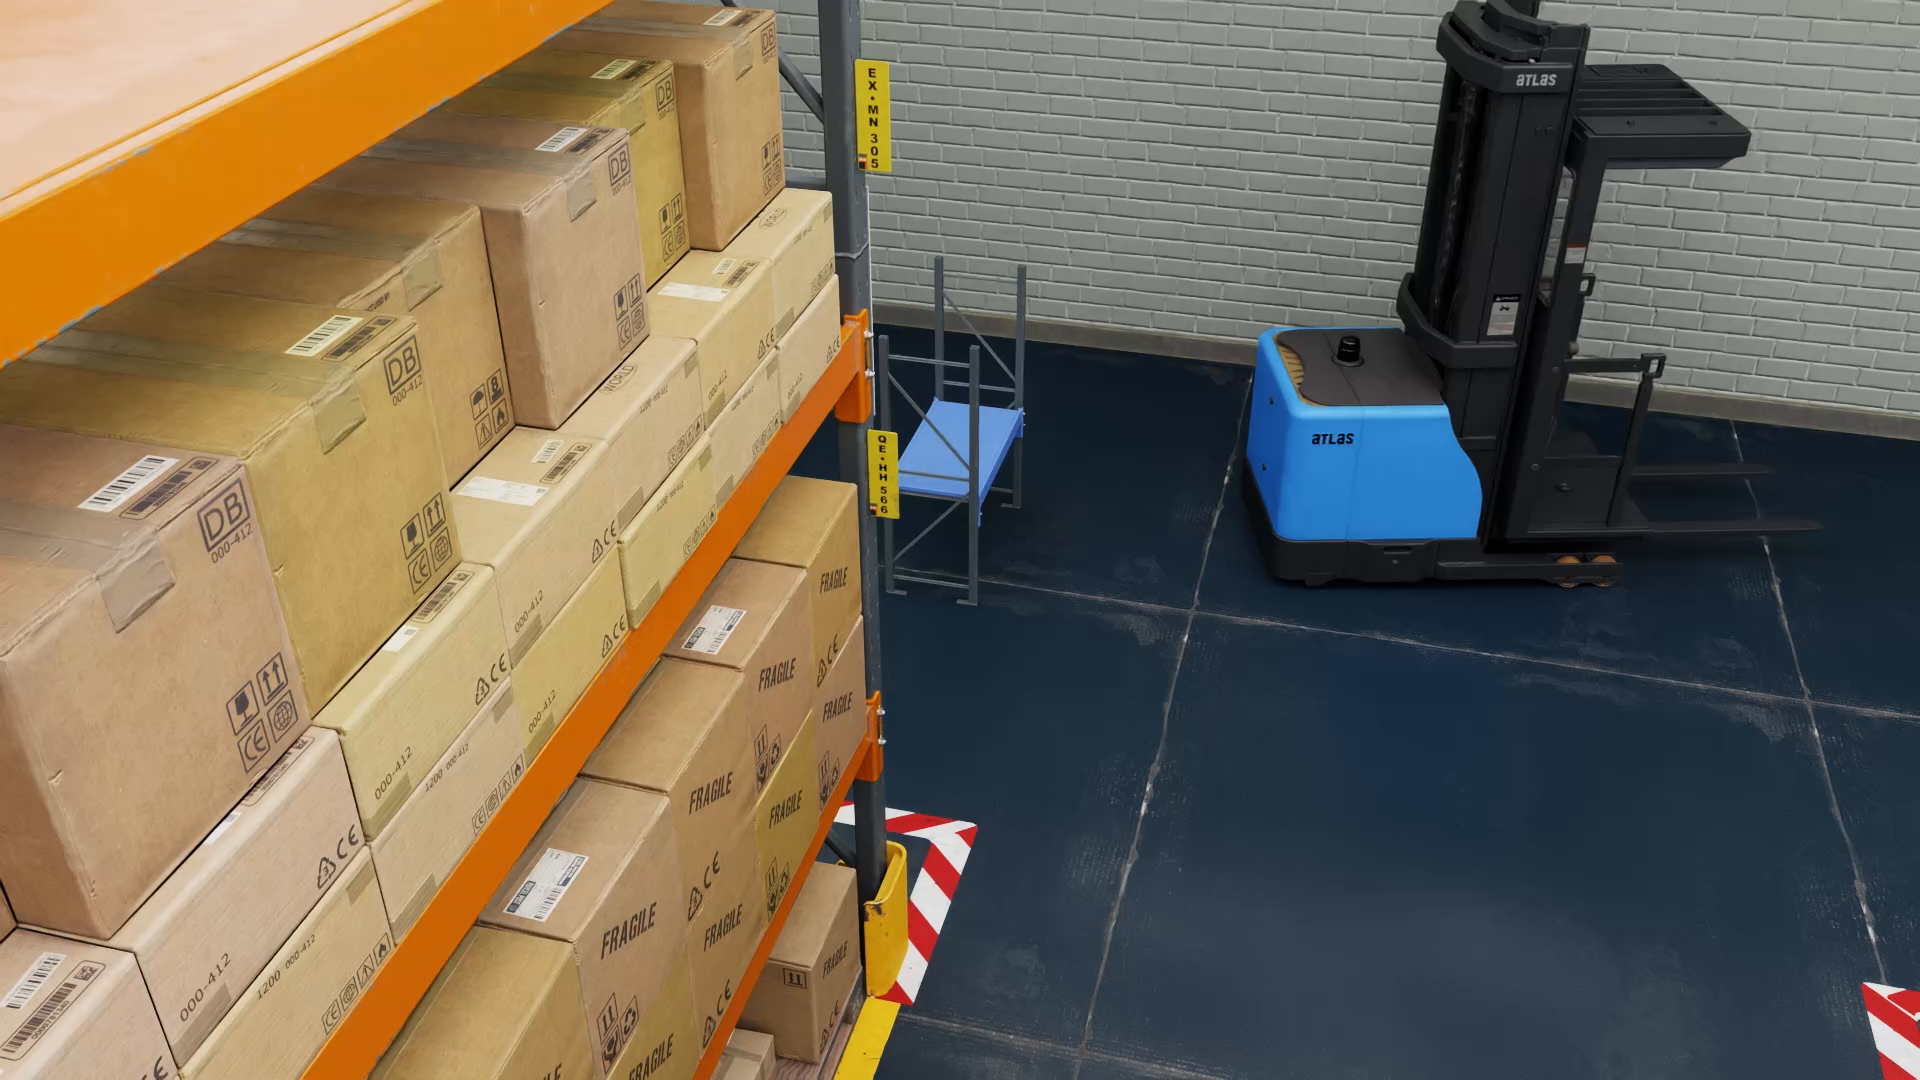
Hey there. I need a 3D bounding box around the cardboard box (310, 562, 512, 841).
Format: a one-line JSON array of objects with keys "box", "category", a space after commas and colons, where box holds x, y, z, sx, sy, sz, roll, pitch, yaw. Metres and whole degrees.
[{"box": [-1.172, 0.247, 3.013, 0.500, 0.250, 0.500, 8, 33, 12], "category": "cardboard box"}]

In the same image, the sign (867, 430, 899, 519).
[{"box": [-0.252, -0.215, 5.488, 0.100, 0.325, 0.005, 8, 33, 12], "category": "sign"}]

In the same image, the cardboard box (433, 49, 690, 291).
[{"box": [-1.107, -0.892, 4.106, 0.700, 0.500, 0.500, 8, 33, 12], "category": "cardboard box"}]

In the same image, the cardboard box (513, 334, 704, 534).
[{"box": [-0.925, -0.273, 3.830, 0.500, 0.250, 0.500, 8, 33, 12], "category": "cardboard box"}]

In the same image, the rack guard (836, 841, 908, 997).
[{"box": [-0.803, 1.416, 6.627, 1.175, 0.500, 0.348, 8, 33, 12], "category": "rack guard"}]

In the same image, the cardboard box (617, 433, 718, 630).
[{"box": [-0.911, -0.060, 3.962, 0.500, 0.250, 0.500, 8, 33, 12], "category": "cardboard box"}]

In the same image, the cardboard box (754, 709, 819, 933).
[{"box": [-0.763, 0.818, 5.144, 0.500, 0.500, 0.500, 8, 33, 13], "category": "cardboard box"}]

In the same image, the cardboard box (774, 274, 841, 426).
[{"box": [-0.659, -0.579, 4.778, 0.500, 0.250, 0.500, 8, 33, 12], "category": "cardboard box"}]

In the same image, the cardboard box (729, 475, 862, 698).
[{"box": [-0.631, 0.125, 5.301, 0.500, 0.500, 0.500, 8, 33, 12], "category": "cardboard box"}]

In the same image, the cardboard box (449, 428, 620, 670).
[{"box": [-1.045, -0.012, 3.421, 0.500, 0.250, 0.500, 8, 33, 12], "category": "cardboard box"}]

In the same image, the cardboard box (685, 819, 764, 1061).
[{"box": [-0.894, 1.076, 4.738, 0.500, 0.500, 0.500, 8, 33, 13], "category": "cardboard box"}]

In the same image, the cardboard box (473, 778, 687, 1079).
[{"box": [-1.016, 0.924, 4.045, 0.500, 0.500, 0.500, 9, 34, 14], "category": "cardboard box"}]

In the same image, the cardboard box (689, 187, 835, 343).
[{"box": [-0.668, -0.791, 4.646, 0.500, 0.250, 0.500, 8, 33, 12], "category": "cardboard box"}]

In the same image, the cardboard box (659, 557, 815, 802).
[{"box": [-0.758, 0.388, 4.889, 0.500, 0.500, 0.500, 9, 34, 14], "category": "cardboard box"}]

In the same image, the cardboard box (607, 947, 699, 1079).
[{"box": [-1.023, 1.338, 4.326, 0.500, 0.500, 0.500, 8, 33, 12], "category": "cardboard box"}]

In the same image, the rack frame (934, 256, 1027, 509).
[{"box": [0.107, -0.852, 9.263, 0.500, 1.500, 0.032, 8, 33, 12], "category": "rack frame"}]

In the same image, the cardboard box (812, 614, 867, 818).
[{"box": [-0.634, 0.548, 5.568, 0.500, 0.500, 0.500, 9, 34, 14], "category": "cardboard box"}]

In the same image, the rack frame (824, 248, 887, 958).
[{"box": [-0.784, 0.321, 6.019, 1.000, 3.000, 0.127, 8, 33, 12], "category": "rack frame"}]

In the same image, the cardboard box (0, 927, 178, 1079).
[{"box": [-1.435, 0.765, 2.199, 0.500, 0.250, 0.500, 8, 33, 12], "category": "cardboard box"}]

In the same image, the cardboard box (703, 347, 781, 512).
[{"box": [-0.797, -0.321, 4.372, 0.500, 0.250, 0.500, 8, 33, 12], "category": "cardboard box"}]

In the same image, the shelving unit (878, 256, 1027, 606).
[{"box": [-0.022, -0.589, 8.848, 0.538, 1.500, 1.048, 8, 33, 12], "category": "shelving unit"}]

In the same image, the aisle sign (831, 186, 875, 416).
[{"box": [-0.470, -0.770, 5.311, 0.394, 0.787, 0.004, 8, 33, 12], "category": "aisle sign"}]

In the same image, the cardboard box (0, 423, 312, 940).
[{"box": [-1.449, 0.169, 2.437, 0.700, 0.500, 0.500, 8, 33, 12], "category": "cardboard box"}]

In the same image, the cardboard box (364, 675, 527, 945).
[{"box": [-1.177, 0.458, 3.148, 0.500, 0.250, 0.500, 8, 33, 12], "category": "cardboard box"}]

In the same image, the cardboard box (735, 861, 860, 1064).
[{"box": [-0.684, 1.506, 6.075, 0.500, 0.500, 0.500, 8, 33, 12], "category": "cardboard box"}]

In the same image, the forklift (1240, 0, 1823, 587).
[{"box": [3.155, -1.268, 8.583, 3.031, 2.935, 1.130, -1, 32, -2], "category": "forklift"}]

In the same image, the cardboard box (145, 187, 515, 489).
[{"box": [-1.348, -0.371, 3.287, 0.700, 0.500, 0.500, 8, 33, 12], "category": "cardboard box"}]

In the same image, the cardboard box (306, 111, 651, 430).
[{"box": [-1.131, -0.618, 3.675, 0.700, 0.500, 0.500, 8, 33, 12], "category": "cardboard box"}]

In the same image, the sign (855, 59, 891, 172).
[{"box": [-0.252, -1.232, 4.841, 0.100, 0.325, 0.005, 8, 33, 12], "category": "sign"}]

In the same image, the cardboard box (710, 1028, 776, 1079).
[{"box": [-0.874, 1.845, 5.853, 0.380, 0.166, 0.250, 8, 33, 12], "category": "cardboard box"}]

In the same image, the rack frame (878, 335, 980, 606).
[{"box": [-0.151, -0.325, 8.433, 0.500, 1.500, 0.032, 8, 33, 12], "category": "rack frame"}]

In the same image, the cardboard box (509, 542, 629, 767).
[{"box": [-1.054, 0.198, 3.557, 0.500, 0.250, 0.500, 8, 33, 12], "category": "cardboard box"}]

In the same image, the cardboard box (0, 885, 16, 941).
[{"box": [-1.713, 0.409, 2.059, 0.700, 0.500, 0.500, 8, 33, 12], "category": "cardboard box"}]

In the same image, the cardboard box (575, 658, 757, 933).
[{"box": [-0.885, 0.657, 4.465, 0.500, 0.500, 0.500, 9, 34, 14], "category": "cardboard box"}]

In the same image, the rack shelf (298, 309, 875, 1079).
[{"box": [-1.292, 0.397, 3.774, 1.077, 0.370, 4.000, 8, 33, 12], "category": "rack shelf"}]

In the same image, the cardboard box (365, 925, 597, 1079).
[{"box": [-1.146, 1.192, 3.624, 0.500, 0.500, 0.500, 7, 33, 11], "category": "cardboard box"}]

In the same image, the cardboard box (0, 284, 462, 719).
[{"box": [-1.328, -0.091, 2.846, 0.700, 0.500, 0.500, 8, 33, 12], "category": "cardboard box"}]

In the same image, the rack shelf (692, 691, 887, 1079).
[{"box": [-1.292, 1.663, 4.579, 1.077, 0.370, 4.000, 8, 33, 12], "category": "rack shelf"}]

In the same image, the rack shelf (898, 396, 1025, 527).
[{"box": [-0.022, -0.437, 8.944, 0.538, 0.185, 1.000, 8, 33, 12], "category": "rack shelf"}]

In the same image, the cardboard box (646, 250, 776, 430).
[{"box": [-0.794, -0.532, 4.238, 0.500, 0.250, 0.500, 8, 33, 12], "category": "cardboard box"}]

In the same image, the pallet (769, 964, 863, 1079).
[{"box": [-1.005, 1.951, 6.054, 1.003, 0.211, 1.213, 8, 33, 12], "category": "pallet"}]

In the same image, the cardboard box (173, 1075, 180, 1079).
[{"box": [-1.436, 0.976, 2.333, 0.500, 0.250, 0.500, 8, 33, 12], "category": "cardboard box"}]

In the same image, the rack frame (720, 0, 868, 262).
[{"box": [-0.784, -2.211, 4.409, 1.000, 3.000, 0.127, 8, 33, 12], "category": "rack frame"}]

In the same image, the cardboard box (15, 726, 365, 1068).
[{"box": [-1.310, 0.505, 2.607, 0.500, 0.250, 0.500, 8, 33, 12], "category": "cardboard box"}]

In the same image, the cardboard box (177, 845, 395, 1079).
[{"box": [-1.305, 0.717, 2.740, 0.500, 0.250, 0.500, 8, 33, 12], "category": "cardboard box"}]

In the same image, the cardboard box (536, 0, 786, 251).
[{"box": [-0.899, -1.140, 4.496, 0.700, 0.500, 0.500, 8, 33, 12], "category": "cardboard box"}]
